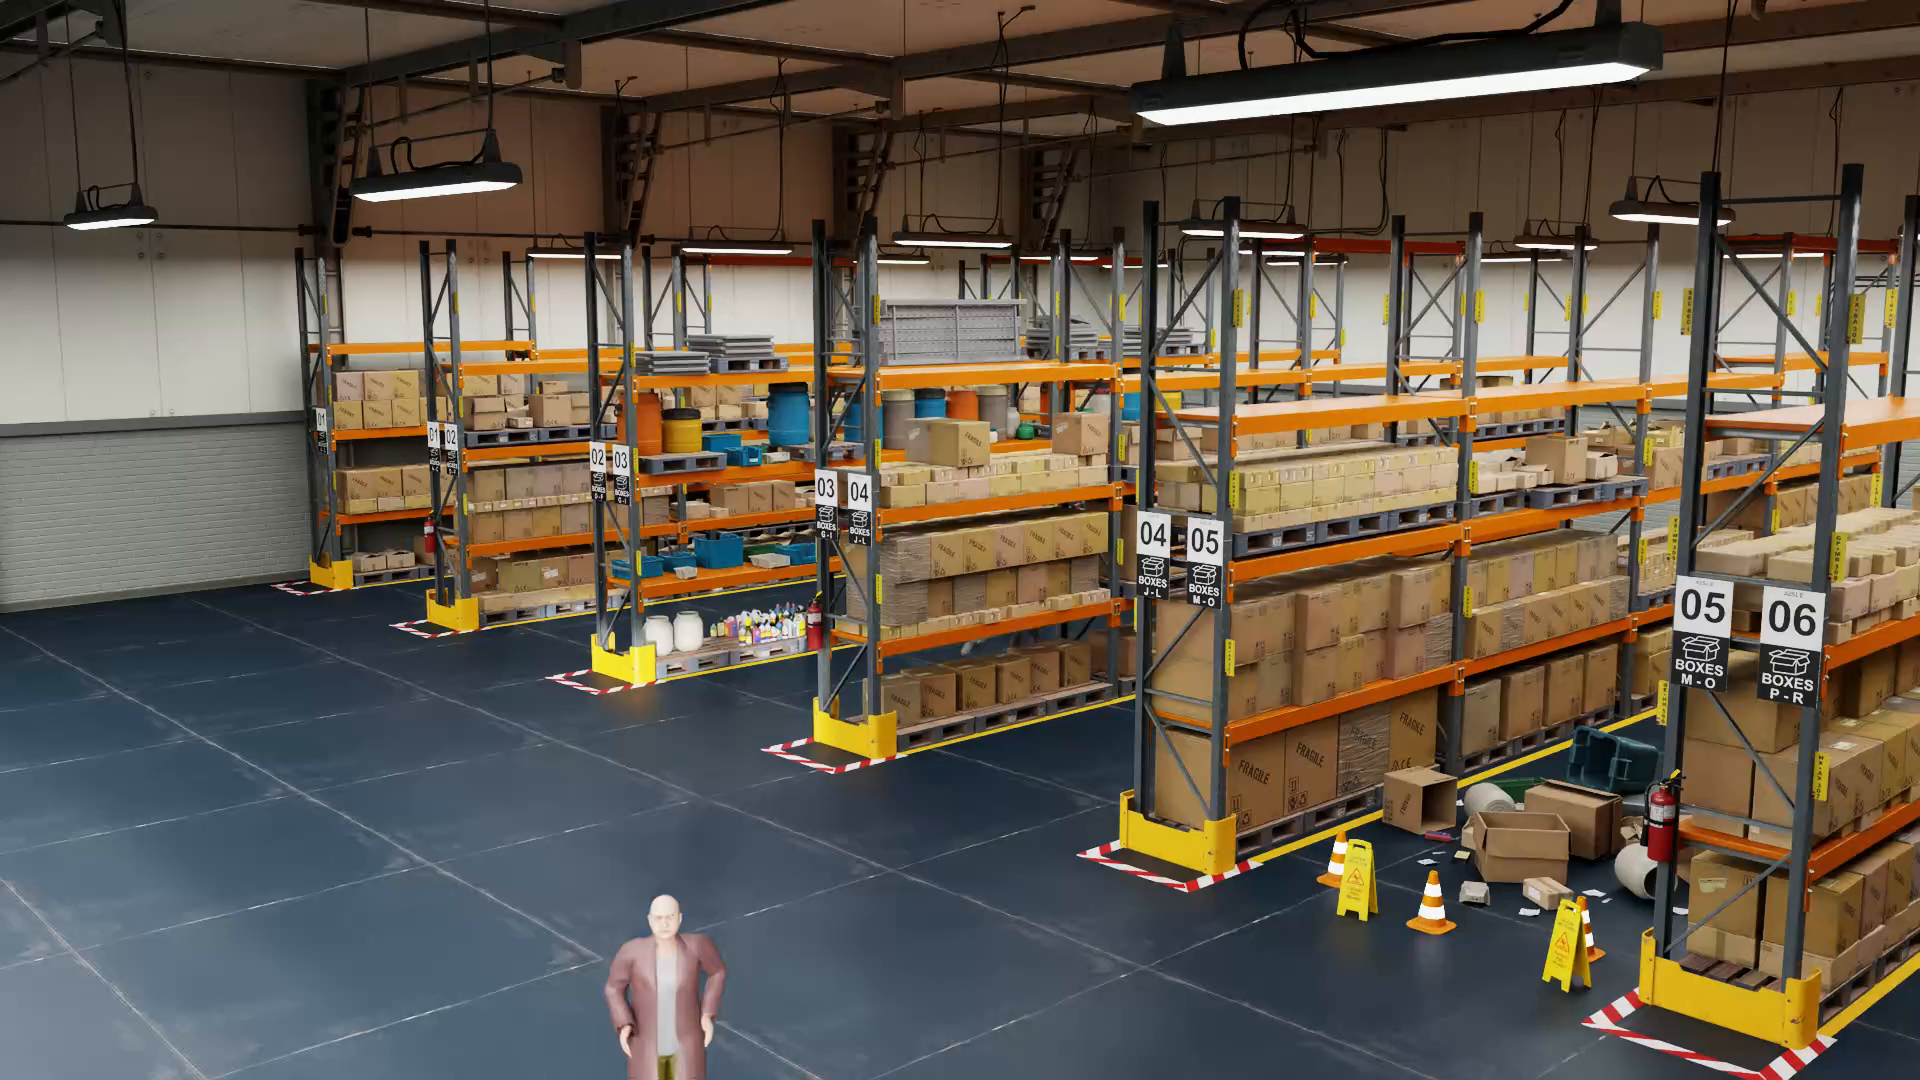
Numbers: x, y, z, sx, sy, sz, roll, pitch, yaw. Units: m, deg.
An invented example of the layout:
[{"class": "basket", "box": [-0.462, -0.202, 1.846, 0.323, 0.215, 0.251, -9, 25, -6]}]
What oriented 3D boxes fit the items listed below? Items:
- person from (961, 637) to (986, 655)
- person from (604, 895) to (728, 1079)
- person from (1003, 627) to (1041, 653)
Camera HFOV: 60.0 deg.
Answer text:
[{"class": "person", "box": [0.184, 0.663, 23.120, 0.598, 1.779, 0.740, 7, 11, 40]}, {"class": "person", "box": [-1.703, 2.909, 9.686, 0.707, 1.753, 0.877, -1, 8, -10]}, {"class": "person", "box": [0.863, 0.761, 22.888, 0.592, 1.570, 0.862, 8, 11, 42]}]
